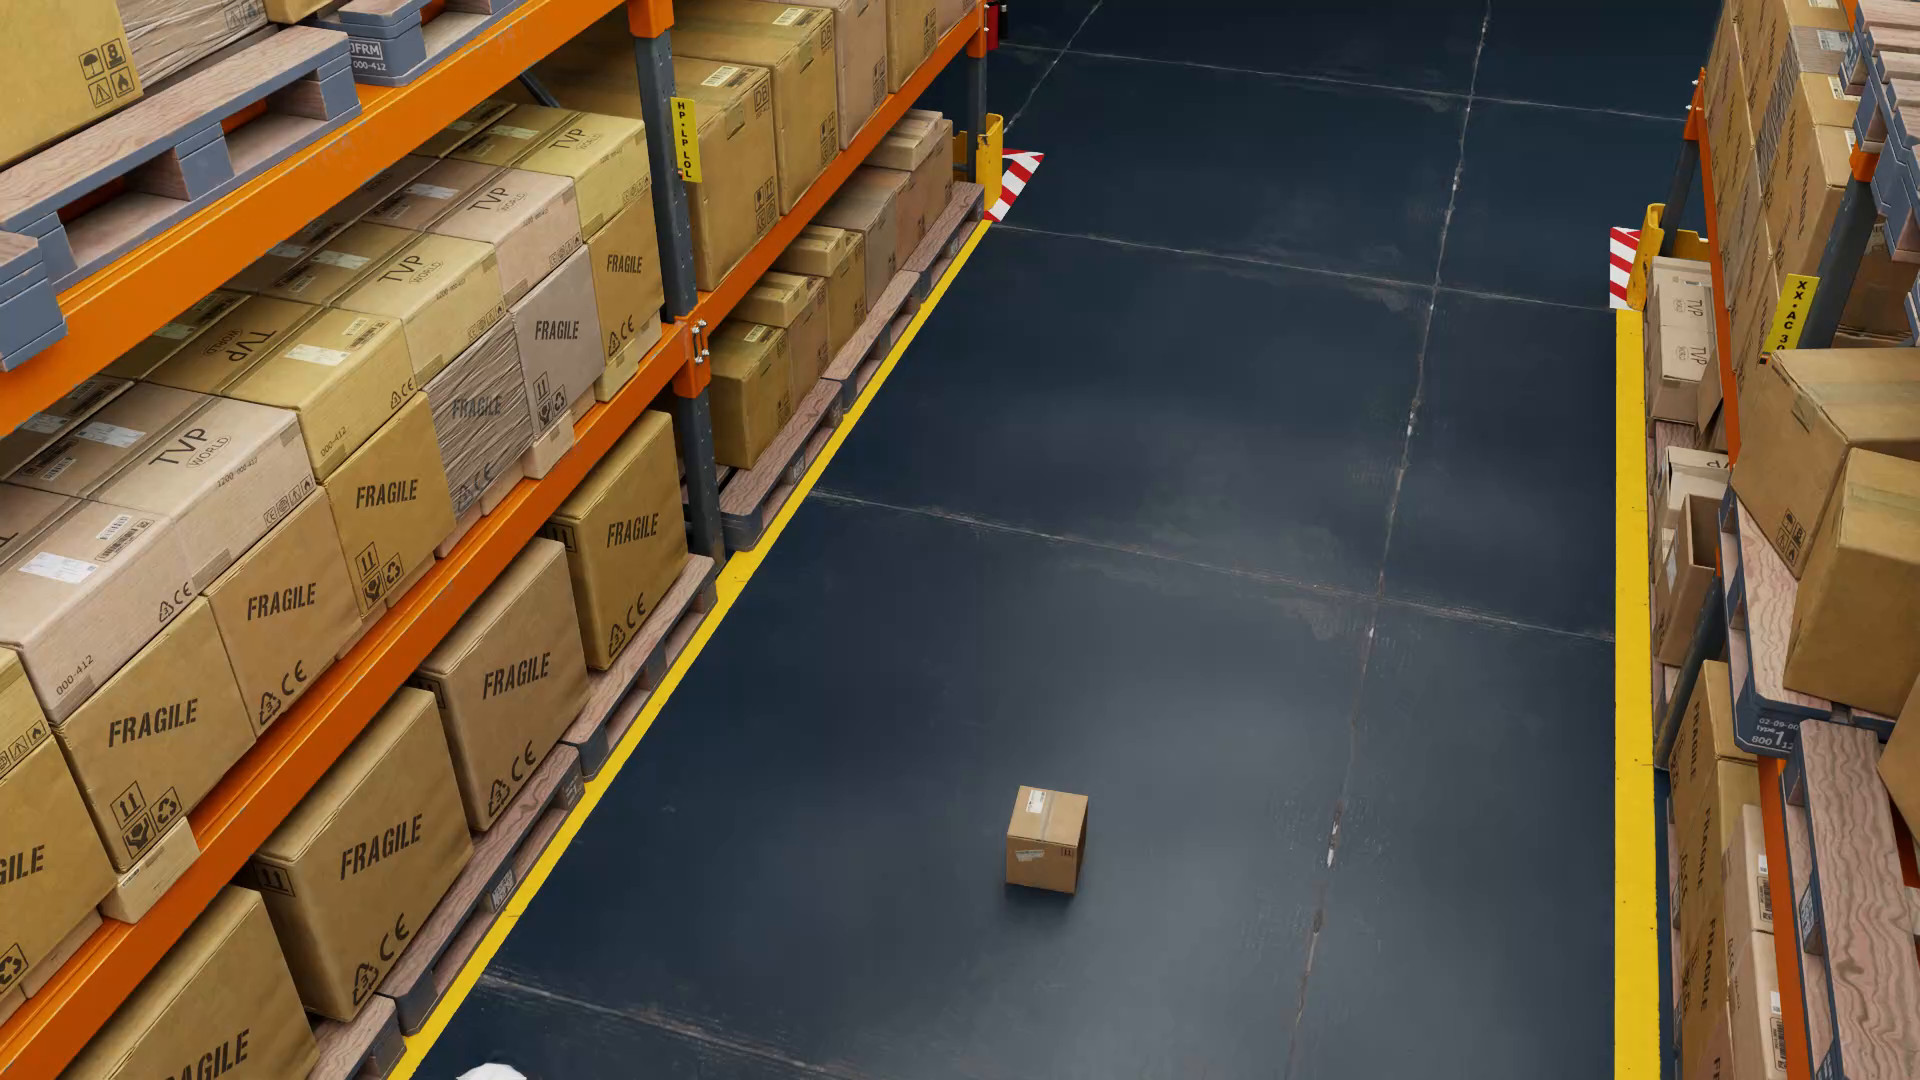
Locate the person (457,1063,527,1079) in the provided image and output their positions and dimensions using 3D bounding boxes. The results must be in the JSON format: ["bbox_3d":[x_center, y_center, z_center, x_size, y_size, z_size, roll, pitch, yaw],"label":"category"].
[{"bbox_3d":[-0.993,1.821,3.688,0.527,1.739,1.039,17,40,21],"label":"person"}]
